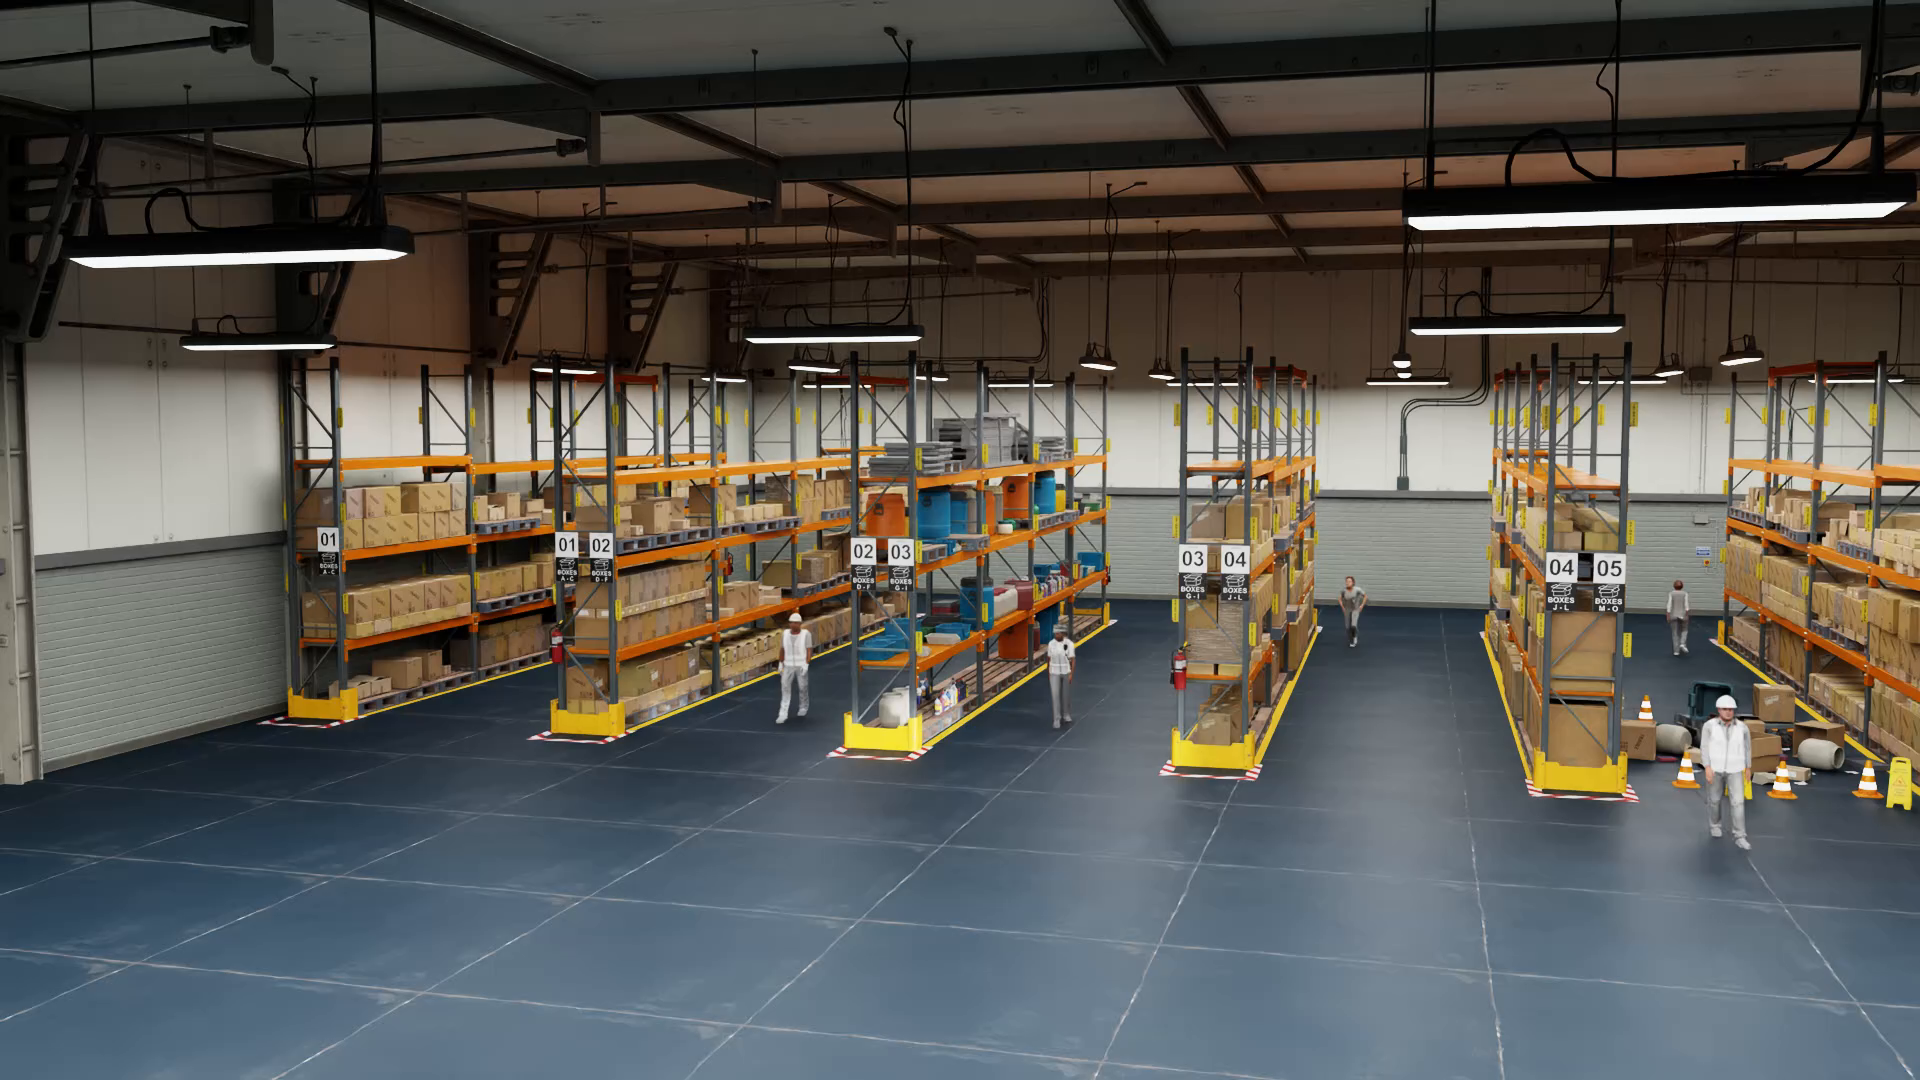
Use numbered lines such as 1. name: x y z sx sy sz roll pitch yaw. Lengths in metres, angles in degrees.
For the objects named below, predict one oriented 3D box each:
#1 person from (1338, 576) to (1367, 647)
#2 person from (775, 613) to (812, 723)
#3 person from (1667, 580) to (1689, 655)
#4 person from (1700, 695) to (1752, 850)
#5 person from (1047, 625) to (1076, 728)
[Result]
1. person: 8.568 1.565 36.251 0.606 1.561 0.688 2 5 24
2. person: -2.750 2.094 27.530 0.599 1.766 0.860 0 4 6
3. person: 15.122 1.636 35.028 0.436 1.597 0.442 1 4 18
4. person: 8.963 2.682 19.454 0.569 1.727 0.960 2 4 20
5. person: 1.640 2.182 27.004 0.474 1.633 0.928 1 4 7
